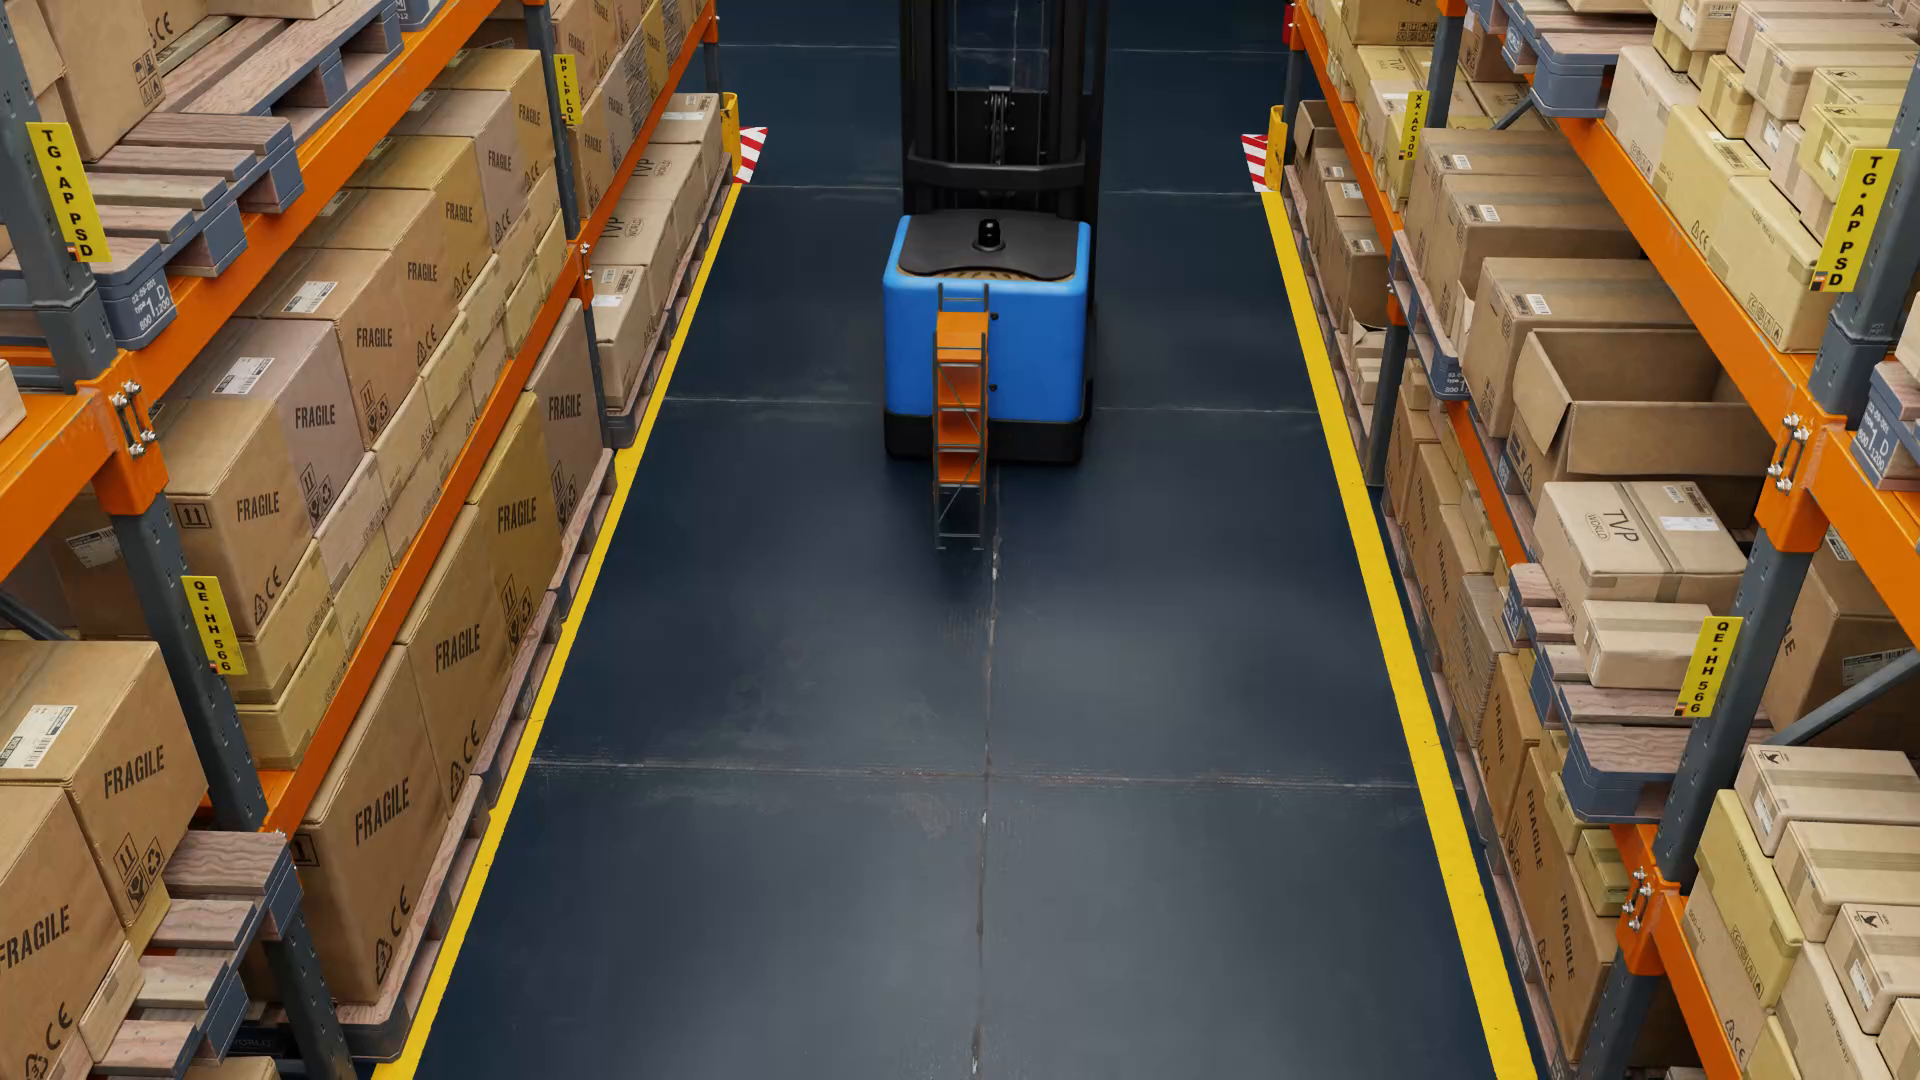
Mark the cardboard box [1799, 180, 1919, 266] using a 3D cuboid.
[{"bbox_3d":[2.225,-0.764,3.903,0.380,0.149,0.250,2,35,3],"label":"cardboard box"}]

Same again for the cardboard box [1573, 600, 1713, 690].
[{"bbox_3d":[2.095,0.319,5.040,0.380,0.149,0.250,2,35,3],"label":"cardboard box"}]

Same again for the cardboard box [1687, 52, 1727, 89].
[{"bbox_3d":[2.317,-1.349,4.735,0.380,0.149,0.250,2,35,2],"label":"cardboard box"}]

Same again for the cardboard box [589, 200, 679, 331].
[{"bbox_3d":[-2.180,-1.632,9.827,0.875,0.438,0.875,0,35,0],"label":"cardboard box"}]

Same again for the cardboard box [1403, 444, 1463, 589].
[{"bbox_3d":[2.356,-0.094,7.584,0.500,0.500,0.500,1,35,1],"label":"cardboard box"}]

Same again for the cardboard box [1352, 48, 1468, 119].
[{"bbox_3d":[2.428,-2.457,9.009,0.500,0.250,0.500,1,35,2],"label":"cardboard box"}]

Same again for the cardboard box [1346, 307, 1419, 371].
[{"bbox_3d":[2.356,-1.109,9.232,0.396,0.266,0.258,3,35,4],"label":"cardboard box"}]

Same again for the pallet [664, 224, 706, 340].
[{"bbox_3d":[-2.193,-1.633,10.390,1.003,0.211,1.213,1,35,2],"label":"pallet"}]

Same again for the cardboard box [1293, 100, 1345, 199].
[{"bbox_3d":[2.654,-2.623,11.179,0.797,0.503,0.637,0,35,0],"label":"cardboard box"}]

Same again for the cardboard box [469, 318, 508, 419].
[{"bbox_3d":[-2.175,-0.729,6.809,0.500,0.250,0.500,0,35,1],"label":"cardboard box"}]

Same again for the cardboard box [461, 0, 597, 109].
[{"bbox_3d":[-2.086,-2.354,8.034,0.500,0.500,0.500,2,35,2],"label":"cardboard box"}]

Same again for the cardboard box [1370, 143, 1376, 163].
[{"bbox_3d":[2.385,-2.060,8.791,0.380,0.149,0.250,2,35,3],"label":"cardboard box"}]

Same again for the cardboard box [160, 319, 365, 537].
[{"bbox_3d":[-2.234,-0.351,5.184,0.500,0.500,0.500,1,35,2],"label":"cardboard box"}]

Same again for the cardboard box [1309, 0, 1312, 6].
[{"bbox_3d":[2.486,-3.628,10.675,0.500,0.250,0.500,2,35,2],"label":"cardboard box"}]

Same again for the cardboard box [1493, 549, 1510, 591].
[{"bbox_3d":[2.360,0.169,6.645,0.380,0.149,0.250,1,35,2],"label":"cardboard box"}]

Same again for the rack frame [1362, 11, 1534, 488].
[{"bbox_3d":[2.612,-1.524,7.809,1.000,3.000,0.127,1,35,2],"label":"rack frame"}]

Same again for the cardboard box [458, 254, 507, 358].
[{"bbox_3d":[-2.150,-0.935,6.668,0.500,0.250,0.500,2,35,3],"label":"cardboard box"}]

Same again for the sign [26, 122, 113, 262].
[{"bbox_3d":[-1.966,-0.763,3.669,0.100,0.325,0.005,1,35,2],"label":"sign"}]

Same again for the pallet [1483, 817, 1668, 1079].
[{"bbox_3d":[2.519,1.487,5.950,1.003,0.211,1.213,1,35,2],"label":"pallet"}]

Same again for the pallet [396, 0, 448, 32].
[{"bbox_3d":[-2.335,-2.257,6.411,0.805,0.209,1.217,0,35,0],"label":"pallet"}]

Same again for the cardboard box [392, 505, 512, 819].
[{"bbox_3d":[-2.357,0.452,6.481,0.875,0.875,0.875,2,35,2],"label":"cardboard box"}]

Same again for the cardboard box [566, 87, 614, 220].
[{"bbox_3d":[-2.067,-1.941,8.316,0.500,0.500,0.500,2,35,3],"label":"cardboard box"}]

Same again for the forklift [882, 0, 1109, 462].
[{"bbox_3d":[0.250,-2.436,9.167,1.130,2.935,3.031,3,35,4],"label":"forklift"}]

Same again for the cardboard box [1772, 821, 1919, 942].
[{"bbox_3d":[2.135,0.798,3.855,0.380,0.149,0.250,2,35,3],"label":"cardboard box"}]

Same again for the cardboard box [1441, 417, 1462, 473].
[{"bbox_3d":[2.399,-0.430,7.497,0.380,0.149,0.250,0,35,-1],"label":"cardboard box"}]

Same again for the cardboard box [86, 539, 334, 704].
[{"bbox_3d":[-2.241,0.233,5.005,0.500,0.250,0.500,1,35,2],"label":"cardboard box"}]

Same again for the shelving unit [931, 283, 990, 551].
[{"bbox_3d":[0.007,-0.586,8.040,0.258,1.200,0.503,1,35,2],"label":"shelving unit"}]

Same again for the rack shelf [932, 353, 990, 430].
[{"bbox_3d":[0.007,-0.714,7.950,0.258,0.148,0.480,1,35,2],"label":"rack shelf"}]

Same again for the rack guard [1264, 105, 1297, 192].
[{"bbox_3d":[2.770,-2.755,11.736,1.175,0.500,0.348,1,35,2],"label":"rack guard"}]

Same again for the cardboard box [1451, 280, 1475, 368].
[{"bbox_3d":[2.173,-0.851,6.604,0.396,0.266,0.258,3,35,4],"label":"cardboard box"}]

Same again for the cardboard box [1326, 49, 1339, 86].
[{"bbox_3d":[2.384,-2.798,9.840,0.380,0.149,0.250,0,35,1],"label":"cardboard box"}]

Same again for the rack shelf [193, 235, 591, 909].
[{"bbox_3d":[-2.428,-0.193,6.541,1.077,0.370,4.000,1,35,2],"label":"rack shelf"}]

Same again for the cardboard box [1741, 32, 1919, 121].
[{"bbox_3d":[2.246,-1.183,4.241,0.380,0.149,0.250,0,35,0],"label":"cardboard box"}]

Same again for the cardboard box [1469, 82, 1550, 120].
[{"bbox_3d":[2.915,-2.151,8.573,0.500,0.250,0.500,1,35,1],"label":"cardboard box"}]

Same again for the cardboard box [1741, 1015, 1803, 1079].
[{"bbox_3d":[2.164,1.374,3.817,0.500,0.250,0.500,1,35,1],"label":"cardboard box"}]

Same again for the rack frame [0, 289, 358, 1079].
[{"bbox_3d":[-2.508,0.662,4.699,1.000,3.000,0.127,1,35,2],"label":"rack frame"}]

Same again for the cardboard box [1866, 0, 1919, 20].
[{"bbox_3d":[2.774,-1.467,4.646,0.380,0.149,0.250,1,35,2],"label":"cardboard box"}]

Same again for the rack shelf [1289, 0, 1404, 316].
[{"bbox_3d":[2.693,-2.378,9.651,1.077,0.370,4.000,1,35,2],"label":"rack shelf"}]

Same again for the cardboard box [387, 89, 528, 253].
[{"bbox_3d":[-2.128,-1.526,6.856,0.500,0.500,0.500,2,35,3],"label":"cardboard box"}]

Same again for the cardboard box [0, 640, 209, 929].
[{"bbox_3d":[-2.249,0.595,4.084,0.500,0.500,0.500,0,35,1],"label":"cardboard box"}]

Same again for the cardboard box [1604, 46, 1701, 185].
[{"bbox_3d":[2.269,-1.268,4.968,0.500,0.250,0.500,1,35,2],"label":"cardboard box"}]

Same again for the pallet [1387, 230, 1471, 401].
[{"bbox_3d":[2.471,-0.989,7.215,1.003,0.211,1.213,1,35,2],"label":"pallet"}]

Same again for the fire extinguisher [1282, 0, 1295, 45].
[{"bbox_3d":[2.317,-3.733,11.344,0.296,0.674,0.183,1,35,2],"label":"fire extinguisher"}]

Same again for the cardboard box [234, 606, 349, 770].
[{"bbox_3d":[-2.237,0.448,5.134,0.500,0.250,0.500,1,35,1],"label":"cardboard box"}]

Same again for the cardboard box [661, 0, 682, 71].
[{"bbox_3d":[-1.988,-3.108,9.977,0.500,0.500,0.500,2,35,3],"label":"cardboard box"}]

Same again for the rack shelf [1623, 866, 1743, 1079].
[{"bbox_3d":[2.371,2.218,3.111,1.077,0.370,4.000,1,35,2],"label":"rack shelf"}]

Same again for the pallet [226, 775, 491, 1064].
[{"bbox_3d":[-2.401,1.352,6.143,1.003,0.211,1.213,1,35,2],"label":"pallet"}]

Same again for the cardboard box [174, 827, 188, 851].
[{"bbox_3d":[-2.286,0.787,4.375,0.380,0.149,0.250,3,35,4],"label":"cardboard box"}]

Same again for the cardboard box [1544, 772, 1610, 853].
[{"bbox_3d":[2.198,0.913,5.587,0.380,0.149,0.250,0,35,-1],"label":"cardboard box"}]

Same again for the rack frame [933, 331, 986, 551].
[{"bbox_3d":[-0.003,-0.446,7.841,0.240,1.200,0.015,1,35,2],"label":"rack frame"}]

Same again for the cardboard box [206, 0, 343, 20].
[{"bbox_3d":[-2.274,-1.850,5.503,0.380,0.166,0.250,4,35,6],"label":"cardboard box"}]

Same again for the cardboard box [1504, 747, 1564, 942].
[{"bbox_3d":[2.284,1.090,5.899,0.500,0.500,0.500,1,35,1],"label":"cardboard box"}]
